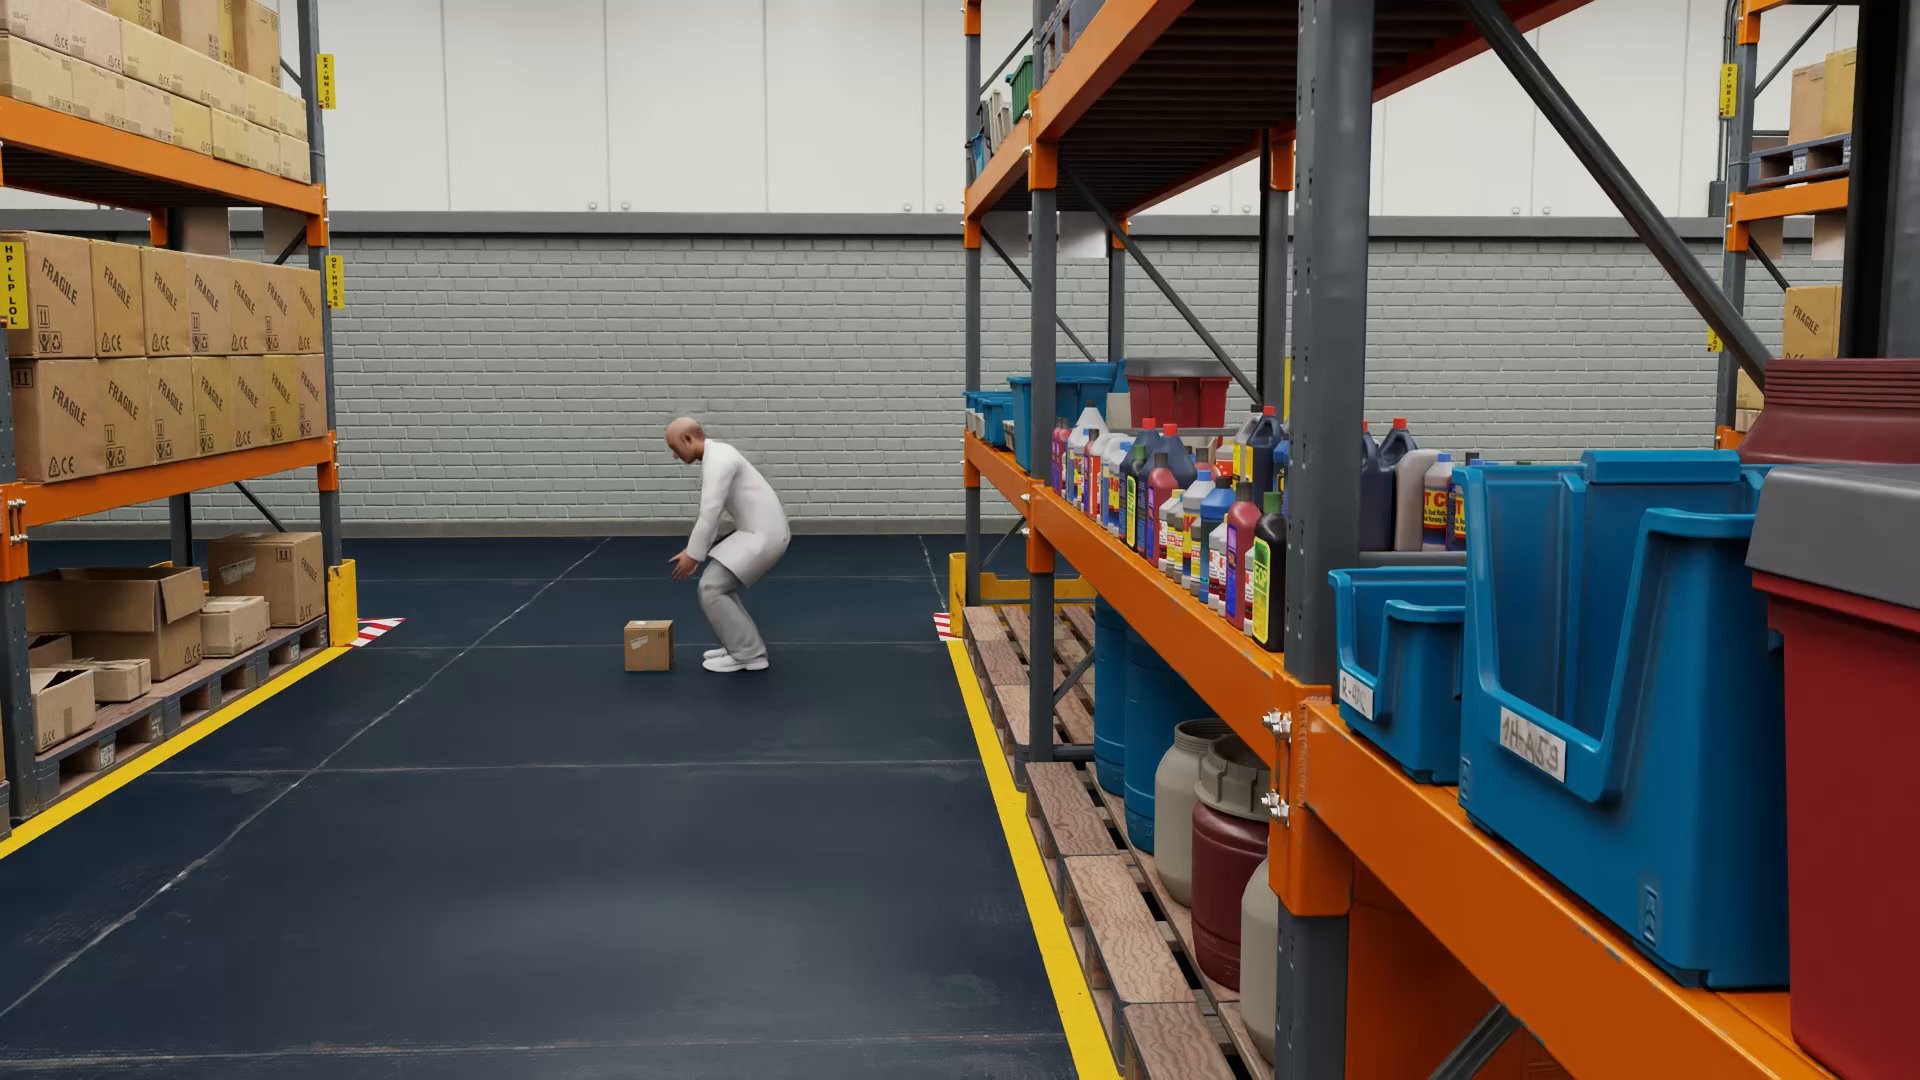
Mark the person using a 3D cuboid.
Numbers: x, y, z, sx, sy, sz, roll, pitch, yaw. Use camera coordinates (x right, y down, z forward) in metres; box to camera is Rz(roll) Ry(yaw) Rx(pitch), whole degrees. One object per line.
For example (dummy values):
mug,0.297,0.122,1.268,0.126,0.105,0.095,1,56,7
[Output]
person,-1.324,0.025,9.559,0.701,1.440,0.629,0,7,-4
